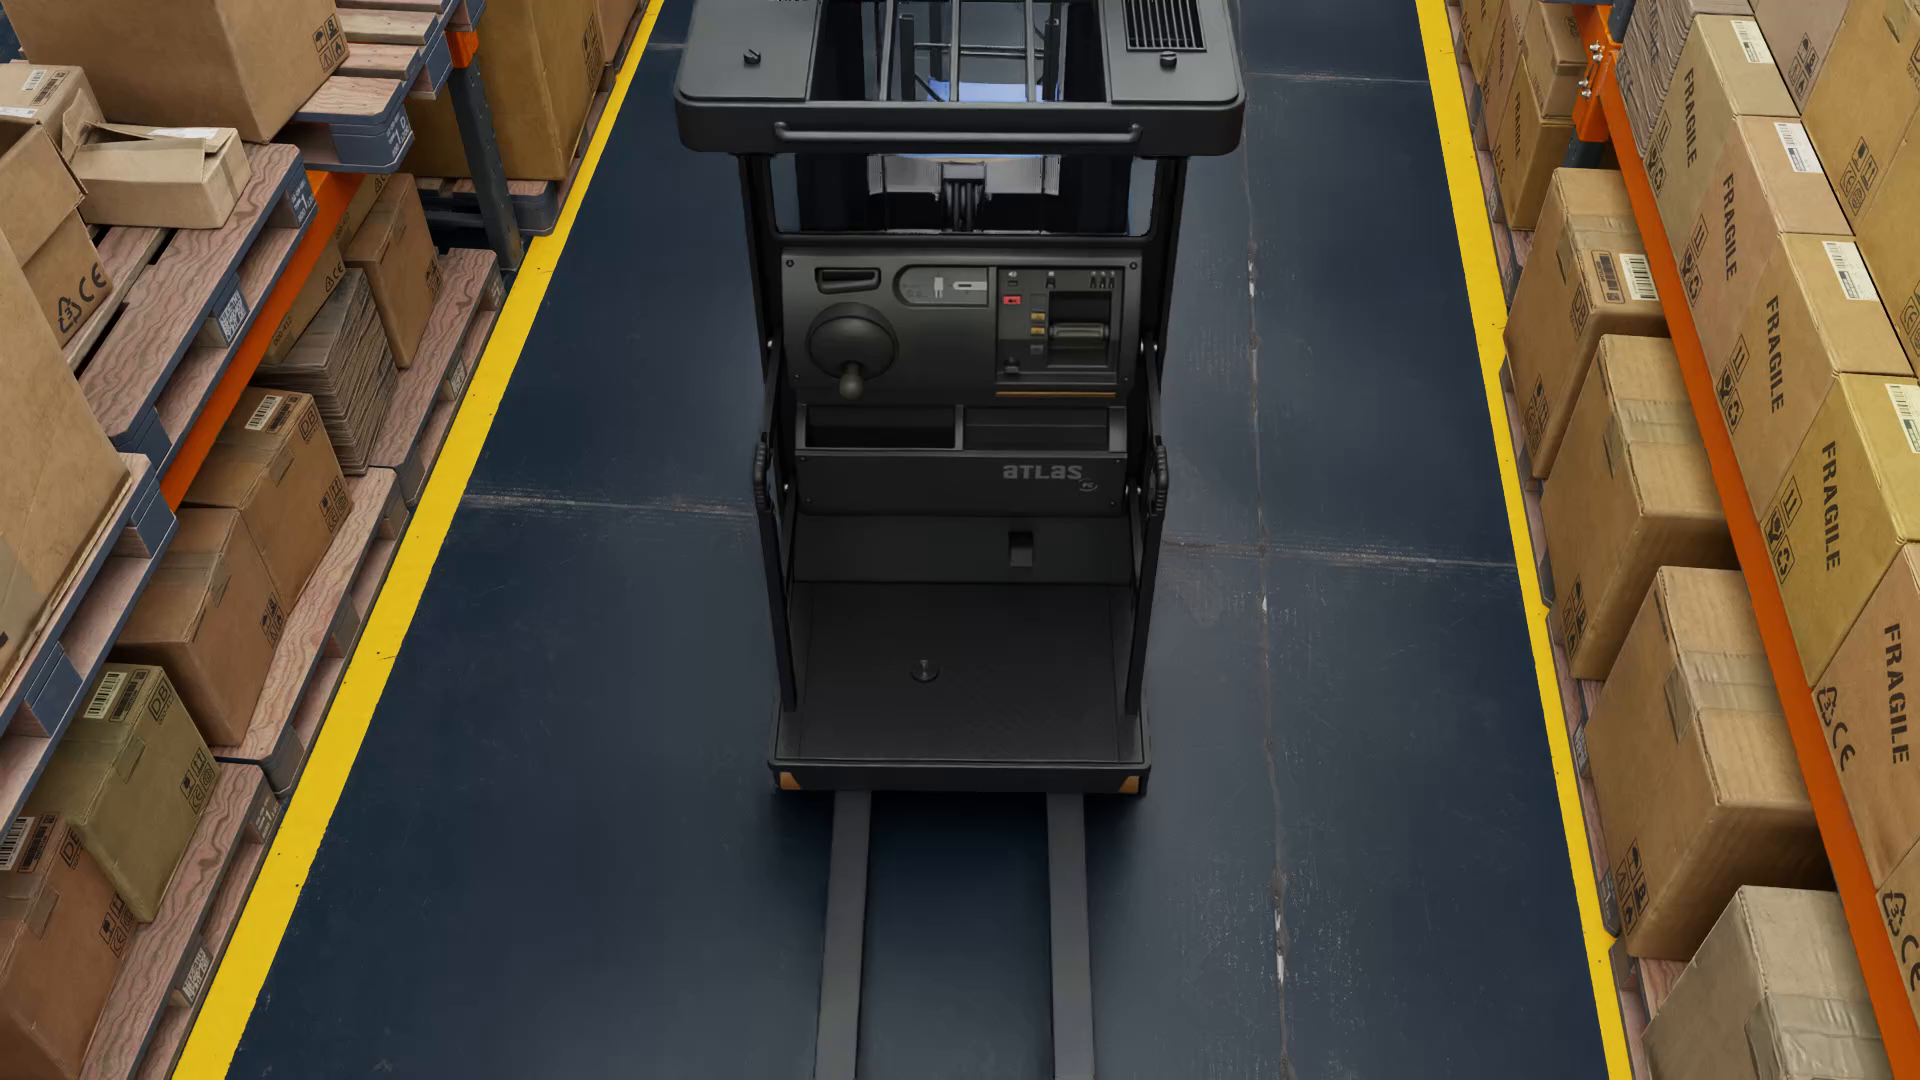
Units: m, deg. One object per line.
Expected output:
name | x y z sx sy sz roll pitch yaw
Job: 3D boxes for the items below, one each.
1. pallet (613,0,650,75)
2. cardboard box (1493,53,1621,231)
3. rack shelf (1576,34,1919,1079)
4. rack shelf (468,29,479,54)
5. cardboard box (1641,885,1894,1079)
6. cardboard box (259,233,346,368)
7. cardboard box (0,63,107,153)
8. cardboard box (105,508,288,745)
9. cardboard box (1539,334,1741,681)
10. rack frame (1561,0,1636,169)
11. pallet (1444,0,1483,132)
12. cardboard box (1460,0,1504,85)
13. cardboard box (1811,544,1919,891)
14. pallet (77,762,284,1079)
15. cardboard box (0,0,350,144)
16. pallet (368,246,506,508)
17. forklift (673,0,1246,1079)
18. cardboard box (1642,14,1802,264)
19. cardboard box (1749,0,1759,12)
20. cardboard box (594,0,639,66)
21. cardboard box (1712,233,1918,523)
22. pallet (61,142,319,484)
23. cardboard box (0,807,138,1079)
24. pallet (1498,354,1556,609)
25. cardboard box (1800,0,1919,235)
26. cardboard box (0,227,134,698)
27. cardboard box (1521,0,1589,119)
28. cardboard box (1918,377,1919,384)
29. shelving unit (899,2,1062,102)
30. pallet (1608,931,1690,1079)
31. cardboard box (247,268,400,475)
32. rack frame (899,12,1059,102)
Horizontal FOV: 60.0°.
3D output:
pallet | -2.027 -2.697 8.074 1.003 0.211 1.213 4 48 4
cardboard box | 2.443 -1.561 6.555 0.500 0.500 0.500 4 48 3
rack shelf | 2.461 -0.050 4.250 1.077 0.370 4.000 4 48 4
rack shelf | -2.105 -3.397 7.311 1.077 0.370 4.000 4 48 4
cardboard box | 2.245 1.333 3.738 1.050 0.750 0.750 4 48 3
cardboard box | -2.357 -0.843 5.376 0.500 0.250 0.500 9 48 8
cardboard box | -2.669 -1.045 4.490 0.500 0.250 0.500 3 48 2
cardboard box | -2.462 0.254 4.880 0.700 0.500 0.500 0 48 0
cardboard box | 2.422 -0.060 5.012 1.050 0.750 0.750 5 48 4
rack frame | 2.643 -1.762 5.329 1.000 3.000 0.127 4 48 4
pallet | 2.829 -2.289 7.701 1.003 0.211 1.213 4 48 4
cardboard box | 2.526 -2.332 7.260 0.500 0.500 0.500 2 48 2
cardboard box | 2.106 0.371 3.310 0.500 0.500 0.500 3 48 3
pallet | -2.582 1.138 4.566 1.003 0.211 1.213 4 48 4
cardboard box | -2.248 -1.529 4.763 0.700 0.500 0.500 10 48 9
pallet | -2.360 -0.655 6.206 1.003 0.211 1.213 4 48 4
forklift | 0.004 -0.461 4.186 1.130 2.935 3.031 1 48 0
cardboard box | 2.290 -1.110 4.665 0.500 0.500 0.500 3 48 3
cardboard box | 2.592 -1.804 4.622 0.700 0.500 0.500 4 48 3
cardboard box | -2.115 -2.755 7.392 1.225 0.875 0.875 4 48 4
cardboard box | 2.196 -0.374 3.991 0.500 0.500 0.500 3 48 3
pallet | -2.427 -0.648 4.440 1.003 0.211 1.213 4 48 4
cardboard box | -2.574 1.015 4.185 0.700 0.500 0.500 1 48 1
pallet | 2.496 -0.247 5.833 1.003 0.211 1.213 4 48 4
cardboard box | 2.503 -1.055 3.937 0.700 0.500 0.500 3 48 3
cardboard box | -2.440 -0.149 3.162 1.000 1.000 1.000 4 48 4
cardboard box | 2.444 -1.833 6.295 0.500 0.250 0.500 3 48 3
cardboard box | 2.409 -0.309 3.254 0.700 0.500 0.500 4 48 4
shelving unit | 0.097 -1.505 6.110 0.538 1.500 1.048 3 48 3
pallet | 2.274 1.546 4.193 1.003 0.211 1.213 4 48 4
cardboard box | -2.366 -0.573 5.637 0.700 0.500 0.500 0 48 0
rack frame | 0.060 -1.131 5.768 0.500 1.500 0.032 3 48 3
